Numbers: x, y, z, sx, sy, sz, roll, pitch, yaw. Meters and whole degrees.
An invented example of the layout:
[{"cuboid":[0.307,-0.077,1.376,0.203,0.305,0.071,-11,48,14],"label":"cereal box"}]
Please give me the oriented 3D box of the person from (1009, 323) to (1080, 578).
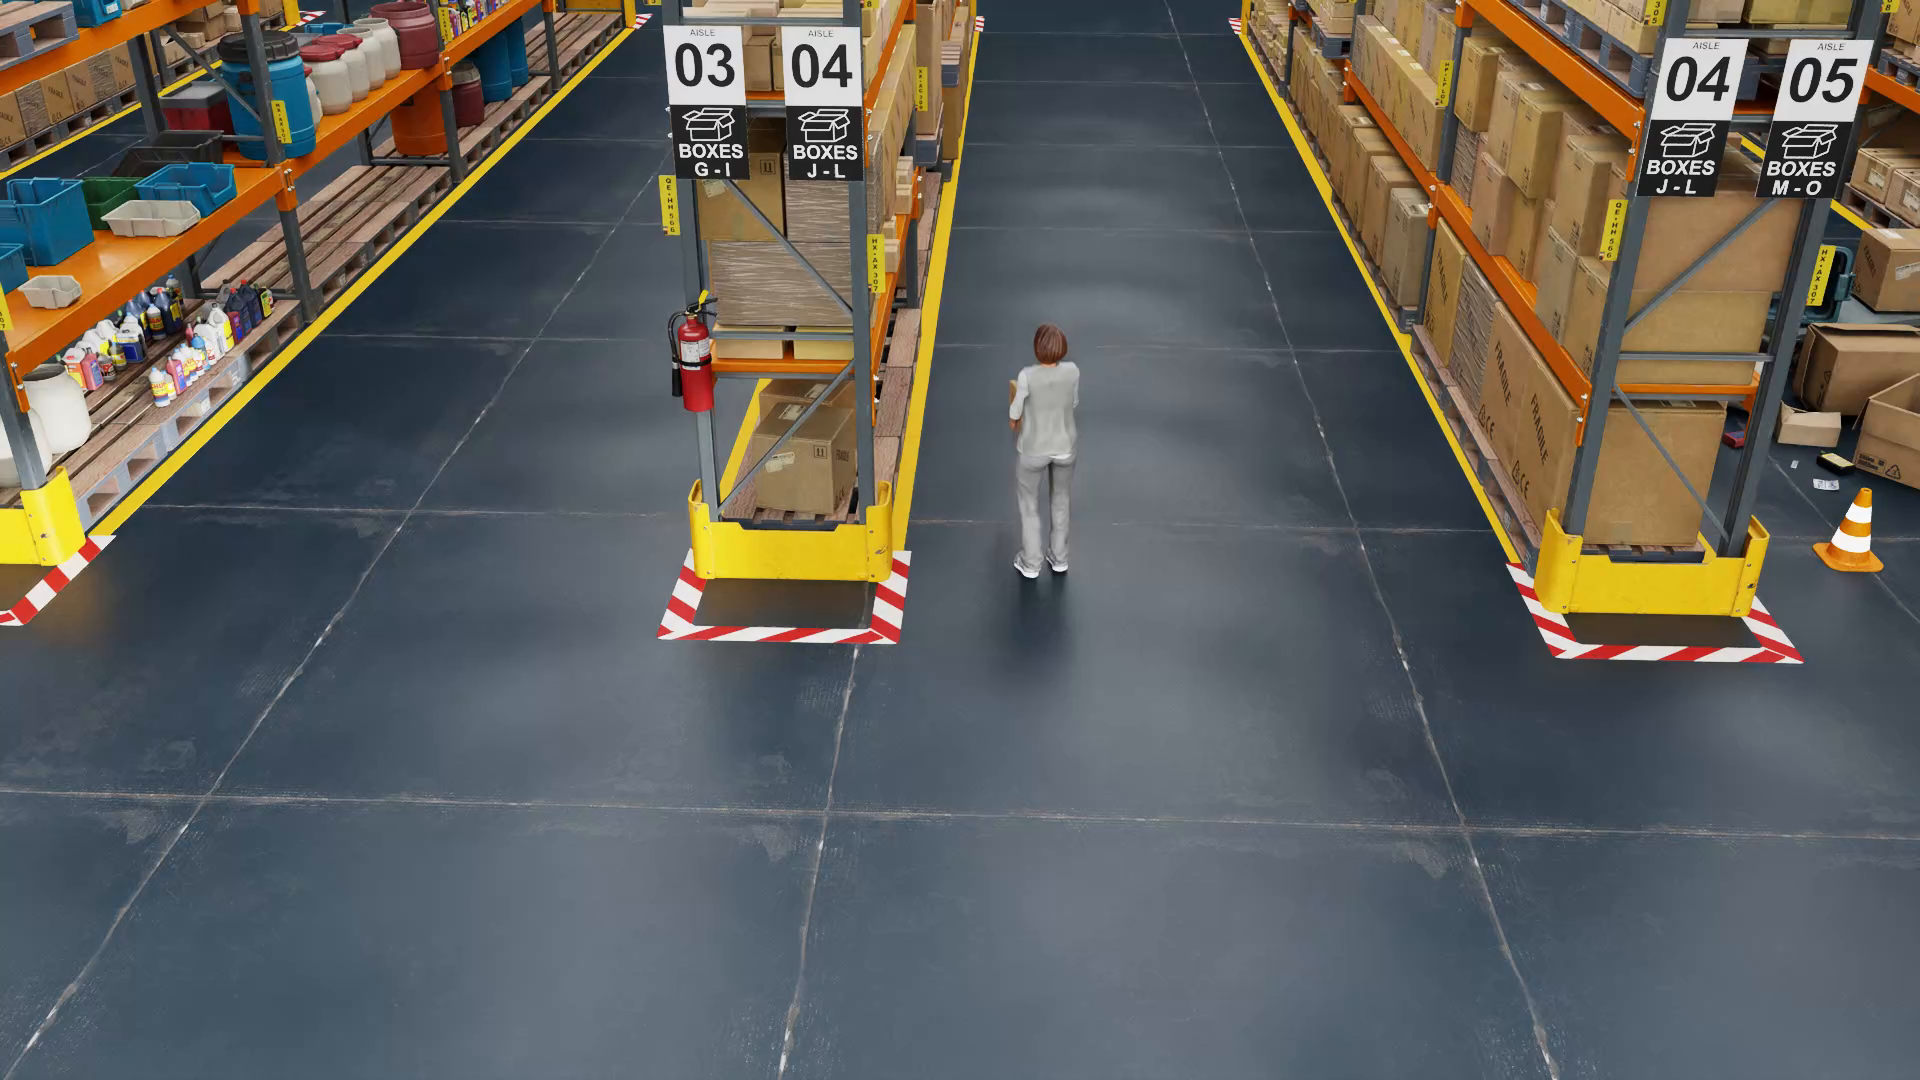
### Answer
[{"cuboid":[0.482,-0.556,9.670,0.404,1.591,0.495,-6,29,-11],"label":"person"}]
